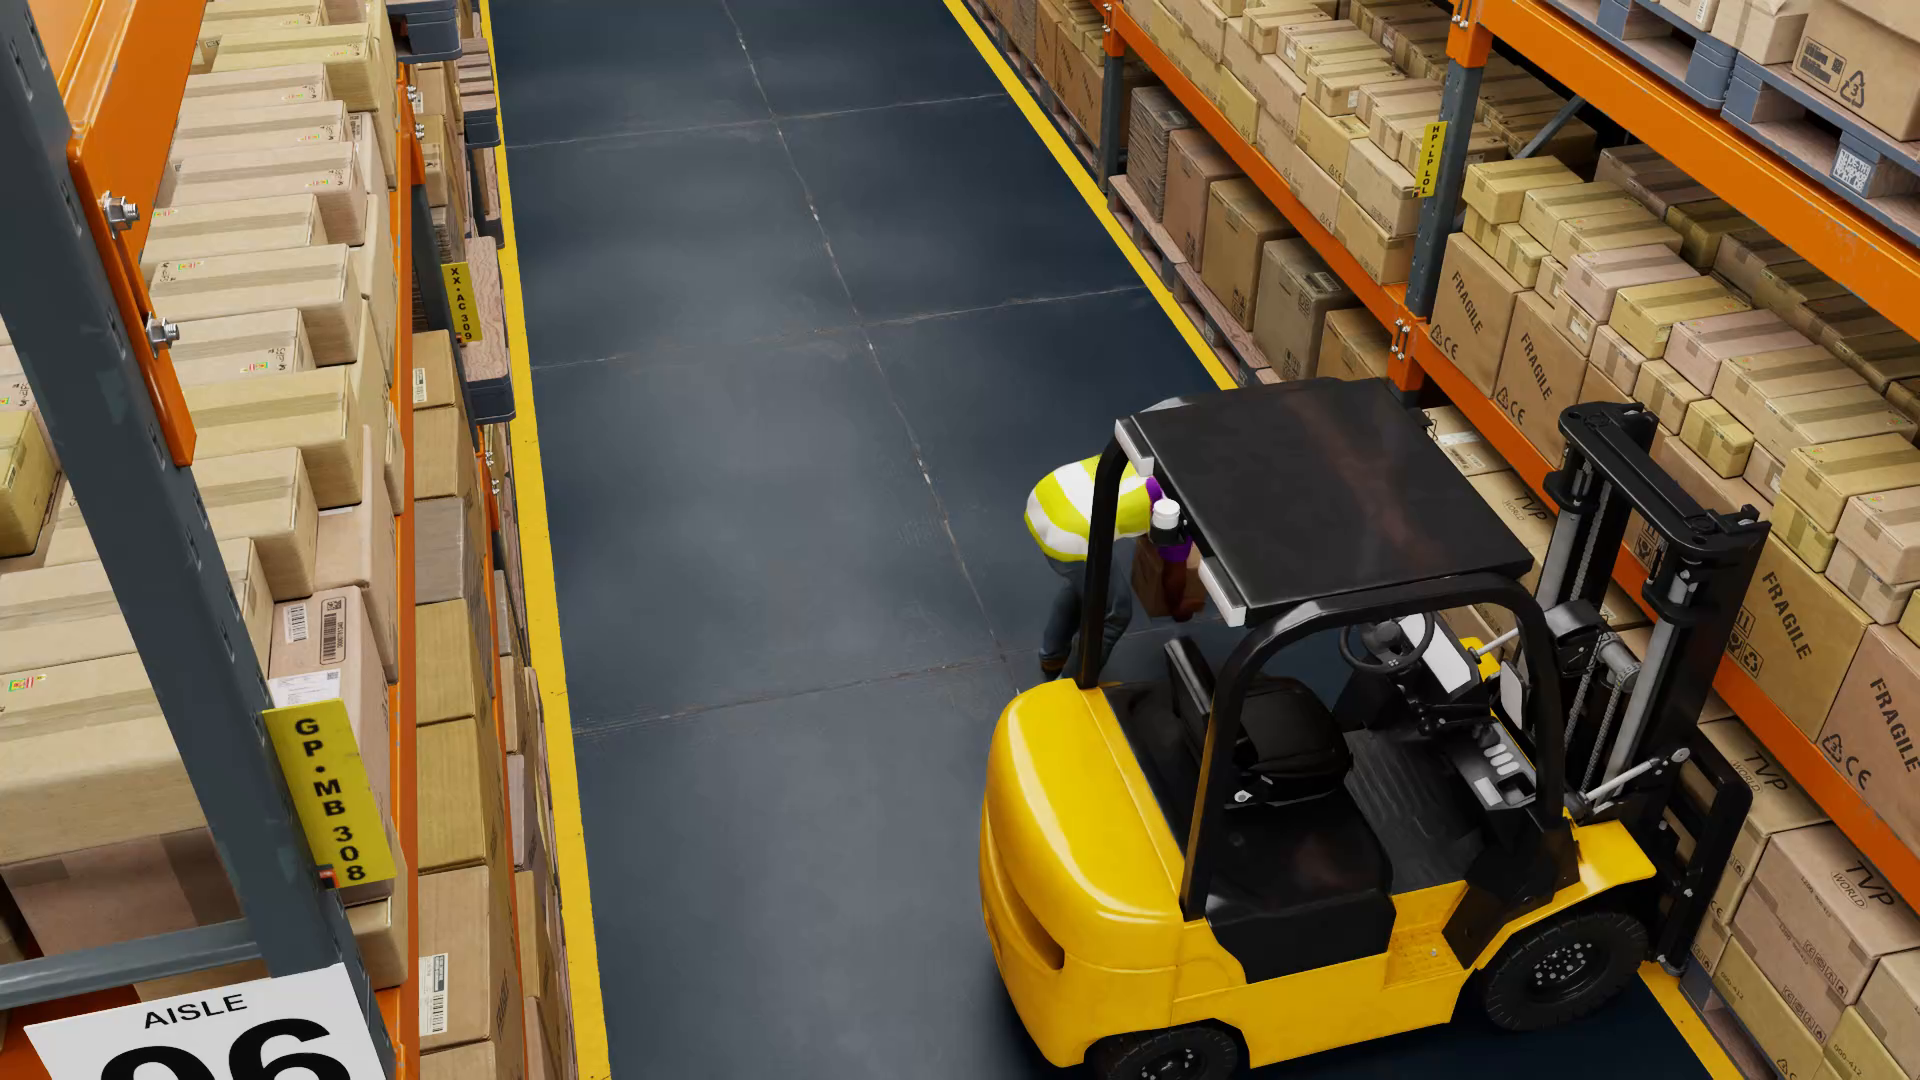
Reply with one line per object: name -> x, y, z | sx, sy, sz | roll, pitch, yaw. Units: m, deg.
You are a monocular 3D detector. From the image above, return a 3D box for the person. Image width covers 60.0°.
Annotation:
person -> 0.745, 0.077, 7.019 | 0.956, 1.242, 0.475 | -11, 39, -13
